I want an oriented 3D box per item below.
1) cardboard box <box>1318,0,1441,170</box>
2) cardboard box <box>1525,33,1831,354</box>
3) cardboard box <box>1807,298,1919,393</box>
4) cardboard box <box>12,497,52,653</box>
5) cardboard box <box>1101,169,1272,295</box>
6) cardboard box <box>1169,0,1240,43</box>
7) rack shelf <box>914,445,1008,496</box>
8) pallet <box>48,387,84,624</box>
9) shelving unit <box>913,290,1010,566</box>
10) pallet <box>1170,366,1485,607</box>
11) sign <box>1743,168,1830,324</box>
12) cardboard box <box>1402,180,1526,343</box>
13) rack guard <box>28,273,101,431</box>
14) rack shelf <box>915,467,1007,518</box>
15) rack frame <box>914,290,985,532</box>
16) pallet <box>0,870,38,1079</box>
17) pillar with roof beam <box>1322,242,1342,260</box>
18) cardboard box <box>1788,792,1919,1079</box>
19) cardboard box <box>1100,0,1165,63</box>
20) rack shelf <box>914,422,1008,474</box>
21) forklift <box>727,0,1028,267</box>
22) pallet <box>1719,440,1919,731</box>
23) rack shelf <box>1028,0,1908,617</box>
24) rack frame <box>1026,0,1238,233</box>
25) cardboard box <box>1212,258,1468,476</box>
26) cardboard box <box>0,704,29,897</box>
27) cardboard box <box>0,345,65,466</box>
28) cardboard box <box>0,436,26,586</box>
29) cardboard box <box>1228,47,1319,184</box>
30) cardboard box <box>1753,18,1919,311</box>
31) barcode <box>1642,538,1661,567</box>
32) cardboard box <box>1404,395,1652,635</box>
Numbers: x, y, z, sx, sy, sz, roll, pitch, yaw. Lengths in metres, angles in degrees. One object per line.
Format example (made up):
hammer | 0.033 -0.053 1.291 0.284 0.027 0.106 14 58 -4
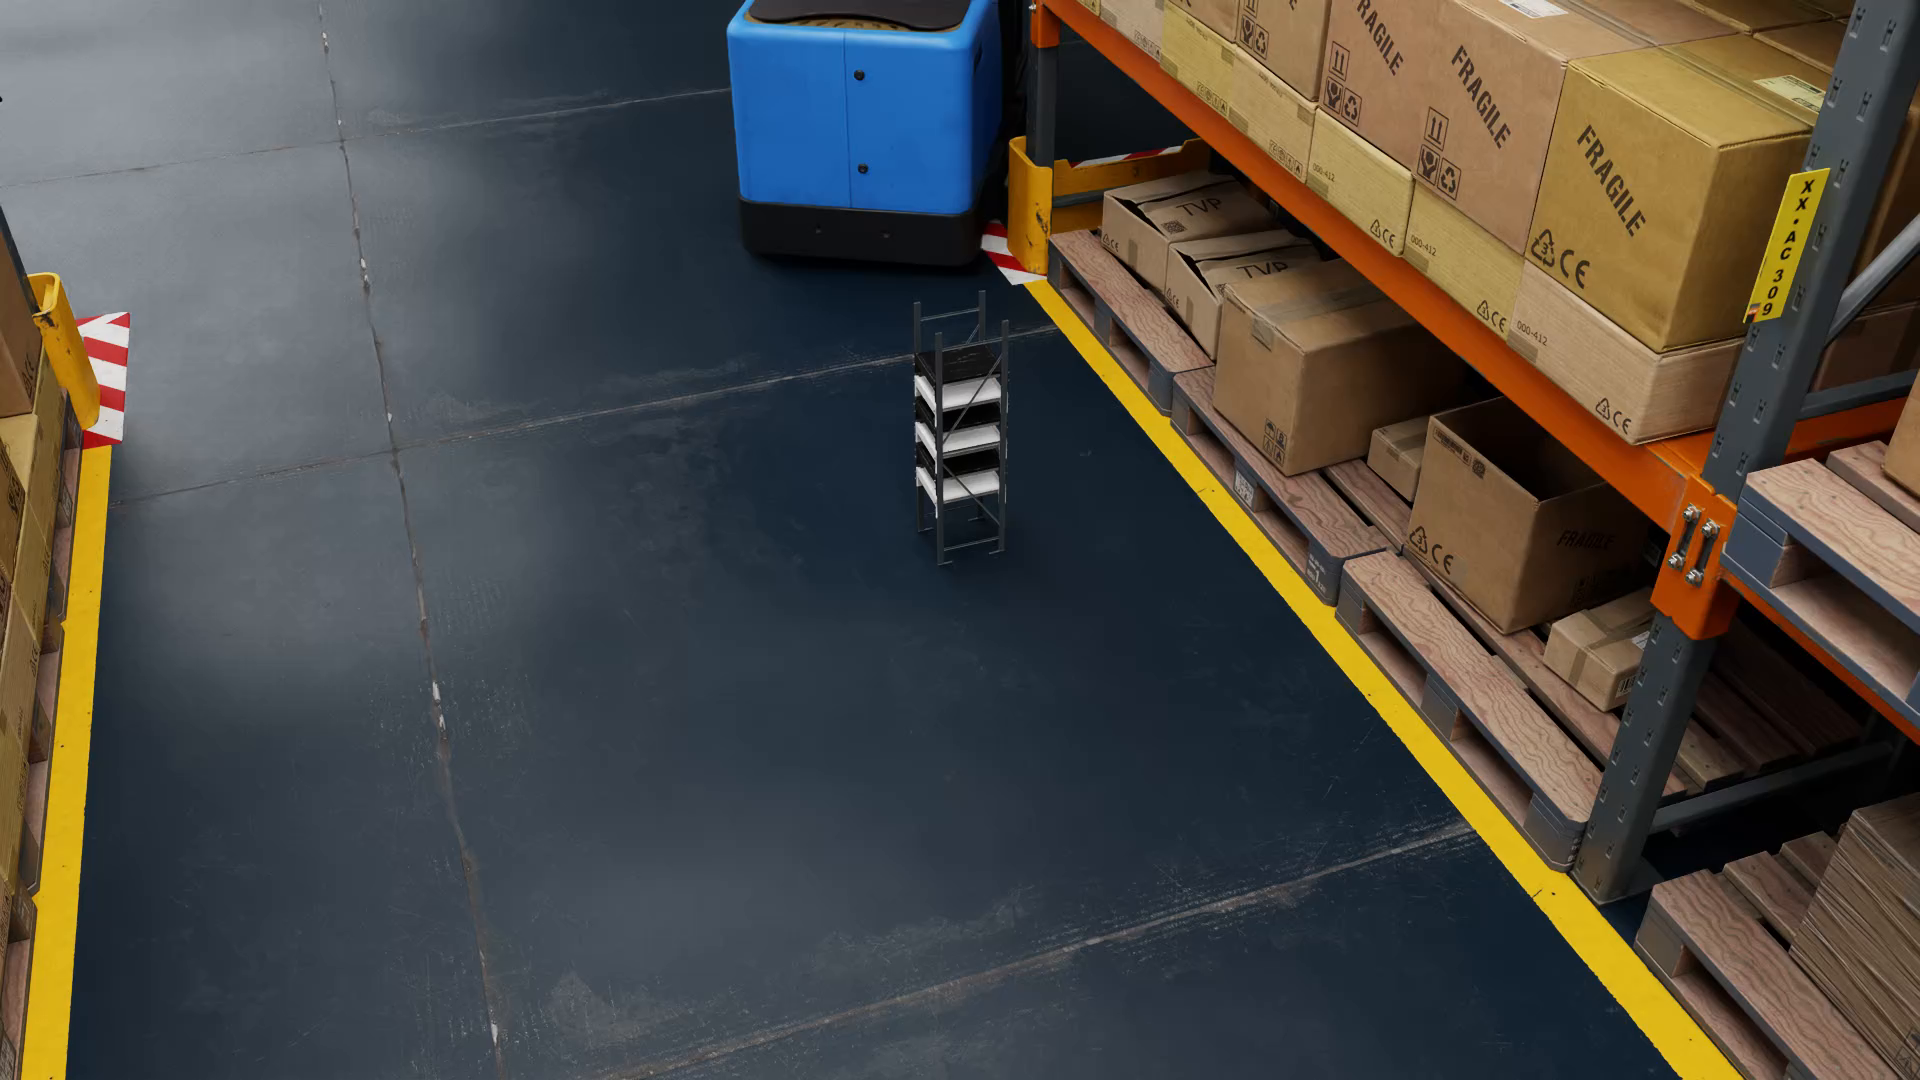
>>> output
cardboard box | 1.359 -1.370 4.561 0.500 0.500 0.500 -14 39 -17
cardboard box | 1.699 -0.803 3.807 0.500 0.500 0.500 -13 39 -16
cardboard box | 2.192 -0.610 4.175 0.500 0.250 0.500 -12 39 -15
cardboard box | -3.055 0.150 4.994 0.500 0.250 0.500 -12 39 -16
cardboard box | 0.929 -1.304 6.857 0.500 0.311 0.500 -17 40 -21
cardboard box | 0.990 -1.953 5.335 0.500 0.500 0.500 -14 39 -17
rack shelf | 0.003 -0.256 5.547 0.258 0.077 0.200 -12 39 -16
pallet | -3.572 -0.047 5.637 1.003 0.211 1.213 -12 39 -16
shelving unit | 0.003 -0.355 5.473 0.258 0.900 0.210 -12 39 -16
pallet | 1.464 -0.301 5.974 1.003 0.211 1.213 -12 39 -16
sign | 1.645 -0.581 3.309 0.100 0.325 0.005 -12 39 -16
cardboard box | 1.541 -0.788 4.411 0.500 0.250 0.500 -12 39 -16
rack guard | -3.883 -0.599 6.130 1.175 0.500 0.348 -12 39 -16
rack shelf | 0.003 -0.184 5.602 0.258 0.077 0.200 -12 39 -16
rack frame | -0.032 -0.412 5.549 0.240 0.900 0.006 -12 39 -16
pallet | -2.732 1.331 3.807 1.003 0.211 1.213 -12 39 -16
pillar with roof beam | -2.213 -3.900 3.449 9.100 9.000 0.400 -12 39 -16
cardboard box | 2.421 0.883 3.797 0.700 0.500 0.500 -11 38 -14
cardboard box | 0.837 -1.928 5.925 0.500 0.250 0.500 -14 39 -17
rack shelf | 0.003 -0.328 5.493 0.258 0.077 0.200 -12 39 -16
forklift | -0.236 -3.236 7.610 1.130 2.935 3.031 5 37 7
pallet | 2.278 0.186 3.169 1.003 0.211 1.213 -12 39 -16
rack shelf | 1.464 -1.195 5.441 1.077 0.370 4.000 -12 39 -16
rack frame | 0.776 -2.612 6.724 1.000 3.000 0.127 -12 39 -16
cardboard box | 1.331 -0.633 5.809 0.700 0.500 0.500 -15 39 -19
cardboard box | -2.707 0.714 4.245 0.500 0.250 0.500 -12 39 -16
cardboard box | -3.412 -0.412 5.740 0.500 0.250 0.500 -12 39 -16
cardboard box | -3.052 -0.150 4.769 0.500 0.500 0.500 -12 39 -16
cardboard box | 1.179 -1.353 5.161 0.500 0.250 0.500 -12 39 -16
cardboard box | 2.186 -0.909 3.948 0.500 0.500 0.500 -13 39 -17
barcode | 2.141 0.040 5.148 0.001 0.075 0.075 -12 39 -16
cardboard box | 1.757 -0.107 5.112 0.500 0.500 0.500 -15 40 -19
